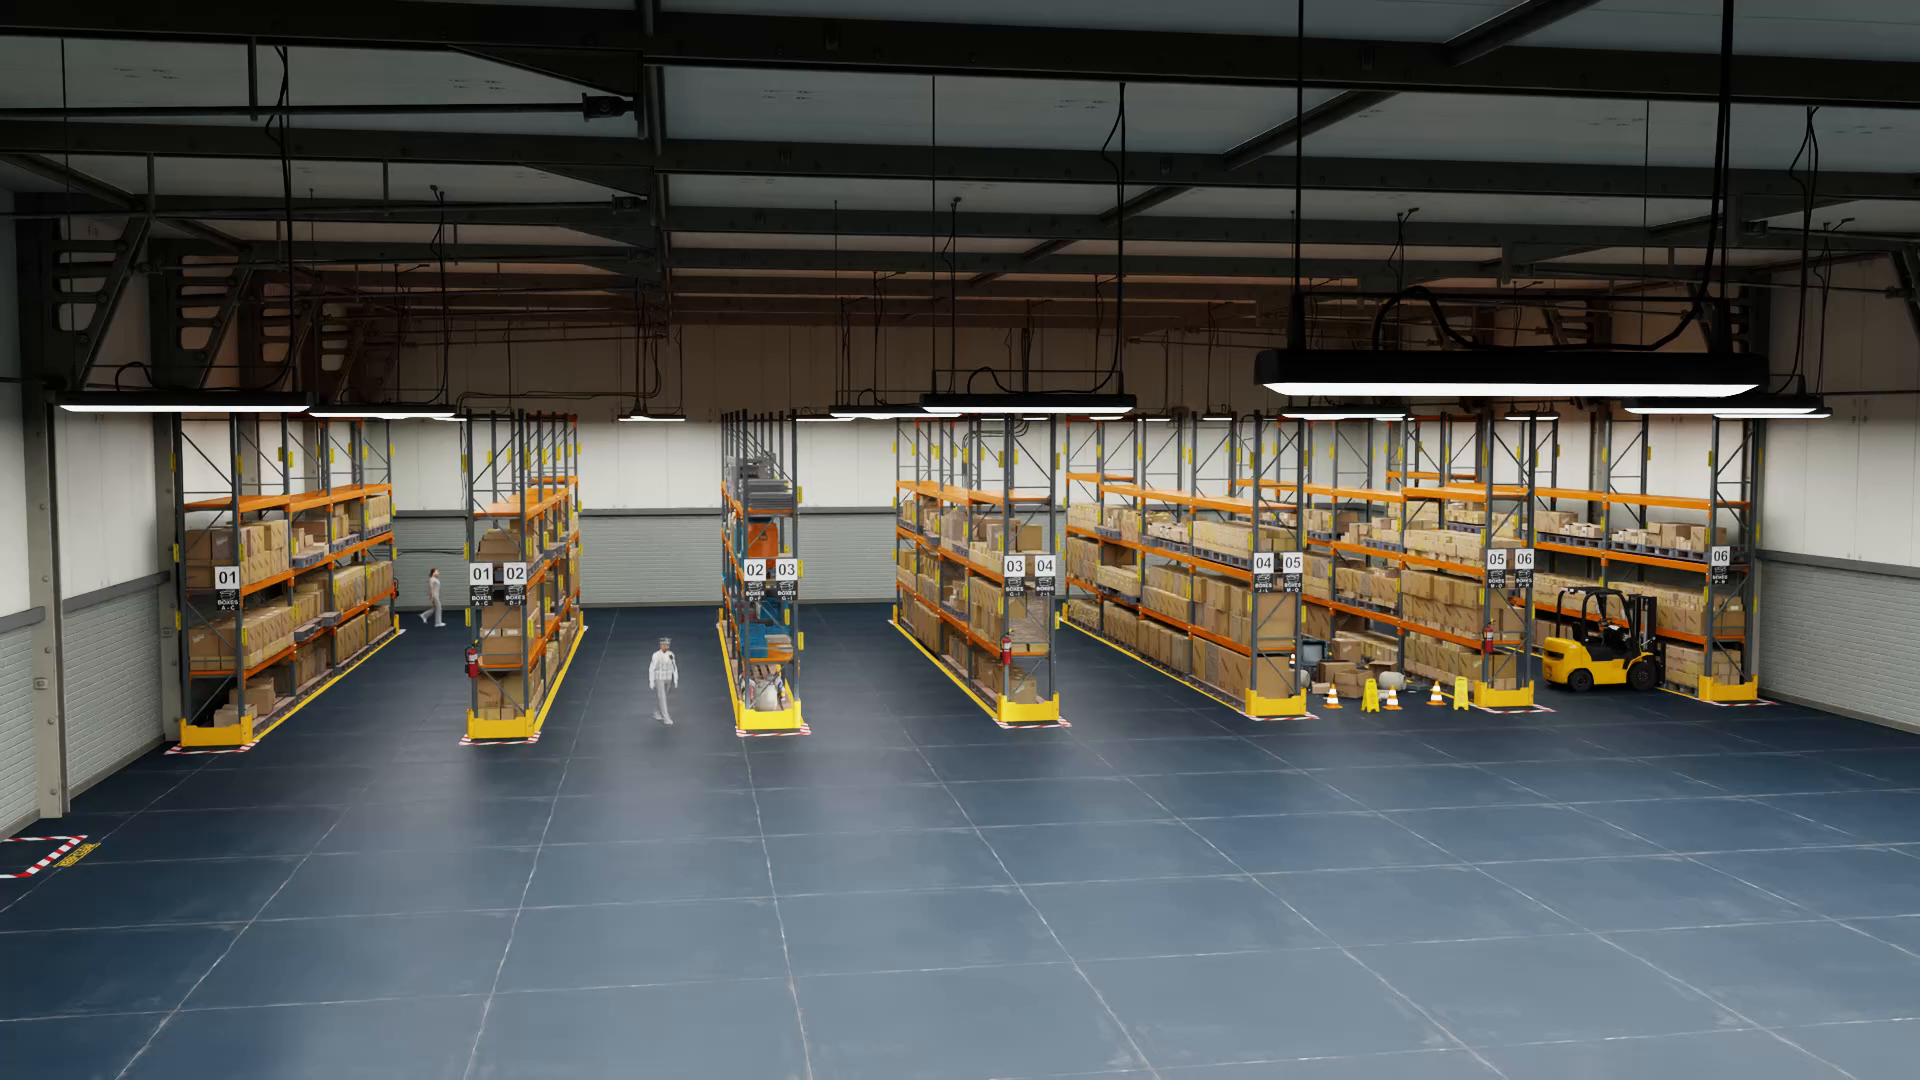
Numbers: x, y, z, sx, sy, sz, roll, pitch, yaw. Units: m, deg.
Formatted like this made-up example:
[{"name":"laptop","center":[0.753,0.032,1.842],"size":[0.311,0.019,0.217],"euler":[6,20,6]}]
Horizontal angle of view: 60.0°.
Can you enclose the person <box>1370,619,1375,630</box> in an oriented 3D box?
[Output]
[{"name":"person","center":[11.356,1.671,46.076],"size":[0.503,1.681,0.444],"euler":[-4,5,-42]}]

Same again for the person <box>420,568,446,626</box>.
[{"name":"person","center":[-14.894,1.609,46.943],"size":[0.709,1.654,0.434],"euler":[-1,4,-13]}]

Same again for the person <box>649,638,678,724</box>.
[{"name":"person","center":[-5.632,2.671,31.767],"size":[0.505,1.616,0.979],"euler":[-4,6,-44]}]
